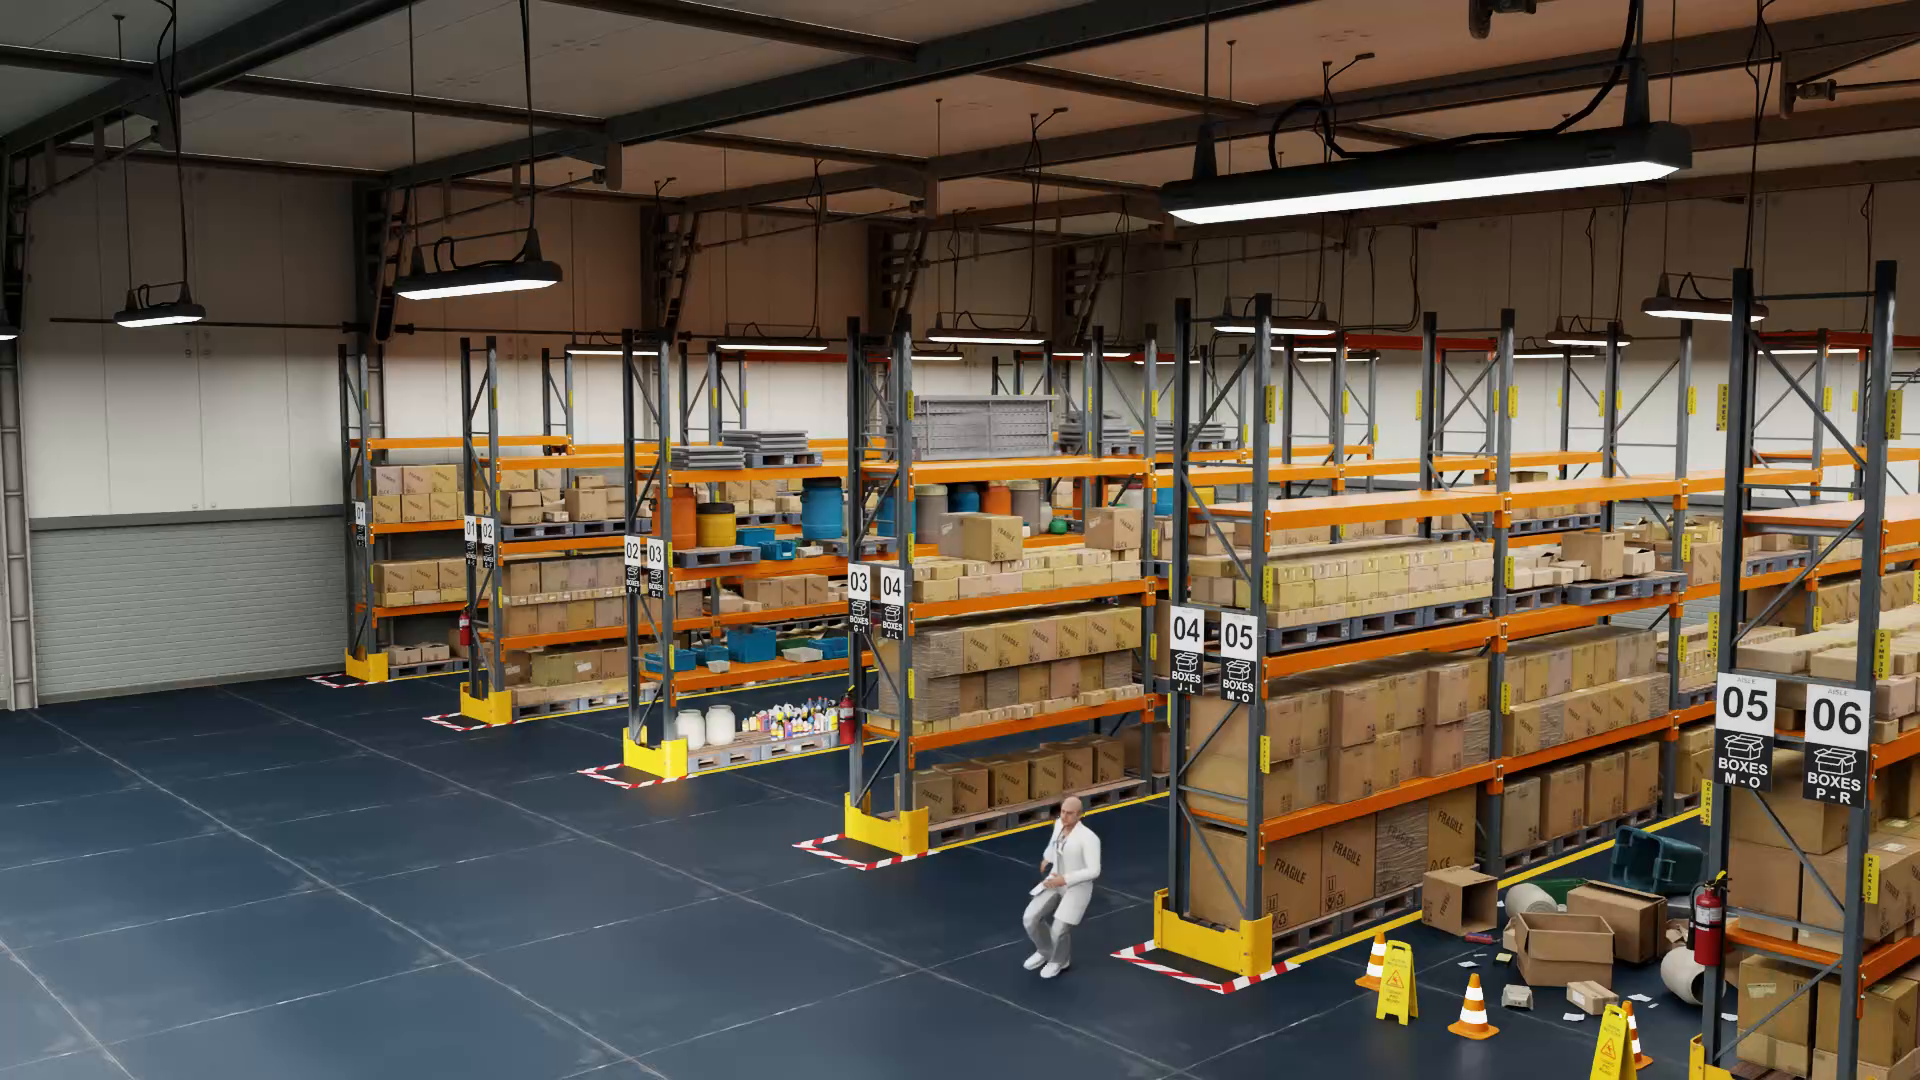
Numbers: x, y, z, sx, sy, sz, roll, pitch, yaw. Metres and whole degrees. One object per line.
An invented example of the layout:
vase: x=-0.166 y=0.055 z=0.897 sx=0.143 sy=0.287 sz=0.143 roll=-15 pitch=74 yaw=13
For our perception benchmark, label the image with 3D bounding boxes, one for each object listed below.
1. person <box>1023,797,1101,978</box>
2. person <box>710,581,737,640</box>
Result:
person: x=0.884 y=3.048 z=14.471 sx=0.877 sy=1.689 sz=0.754 roll=4 pitch=7 yaw=38
person: x=-4.567 y=1.484 z=32.368 sx=0.624 sy=1.564 sz=0.763 roll=2 pitch=5 yaw=19
